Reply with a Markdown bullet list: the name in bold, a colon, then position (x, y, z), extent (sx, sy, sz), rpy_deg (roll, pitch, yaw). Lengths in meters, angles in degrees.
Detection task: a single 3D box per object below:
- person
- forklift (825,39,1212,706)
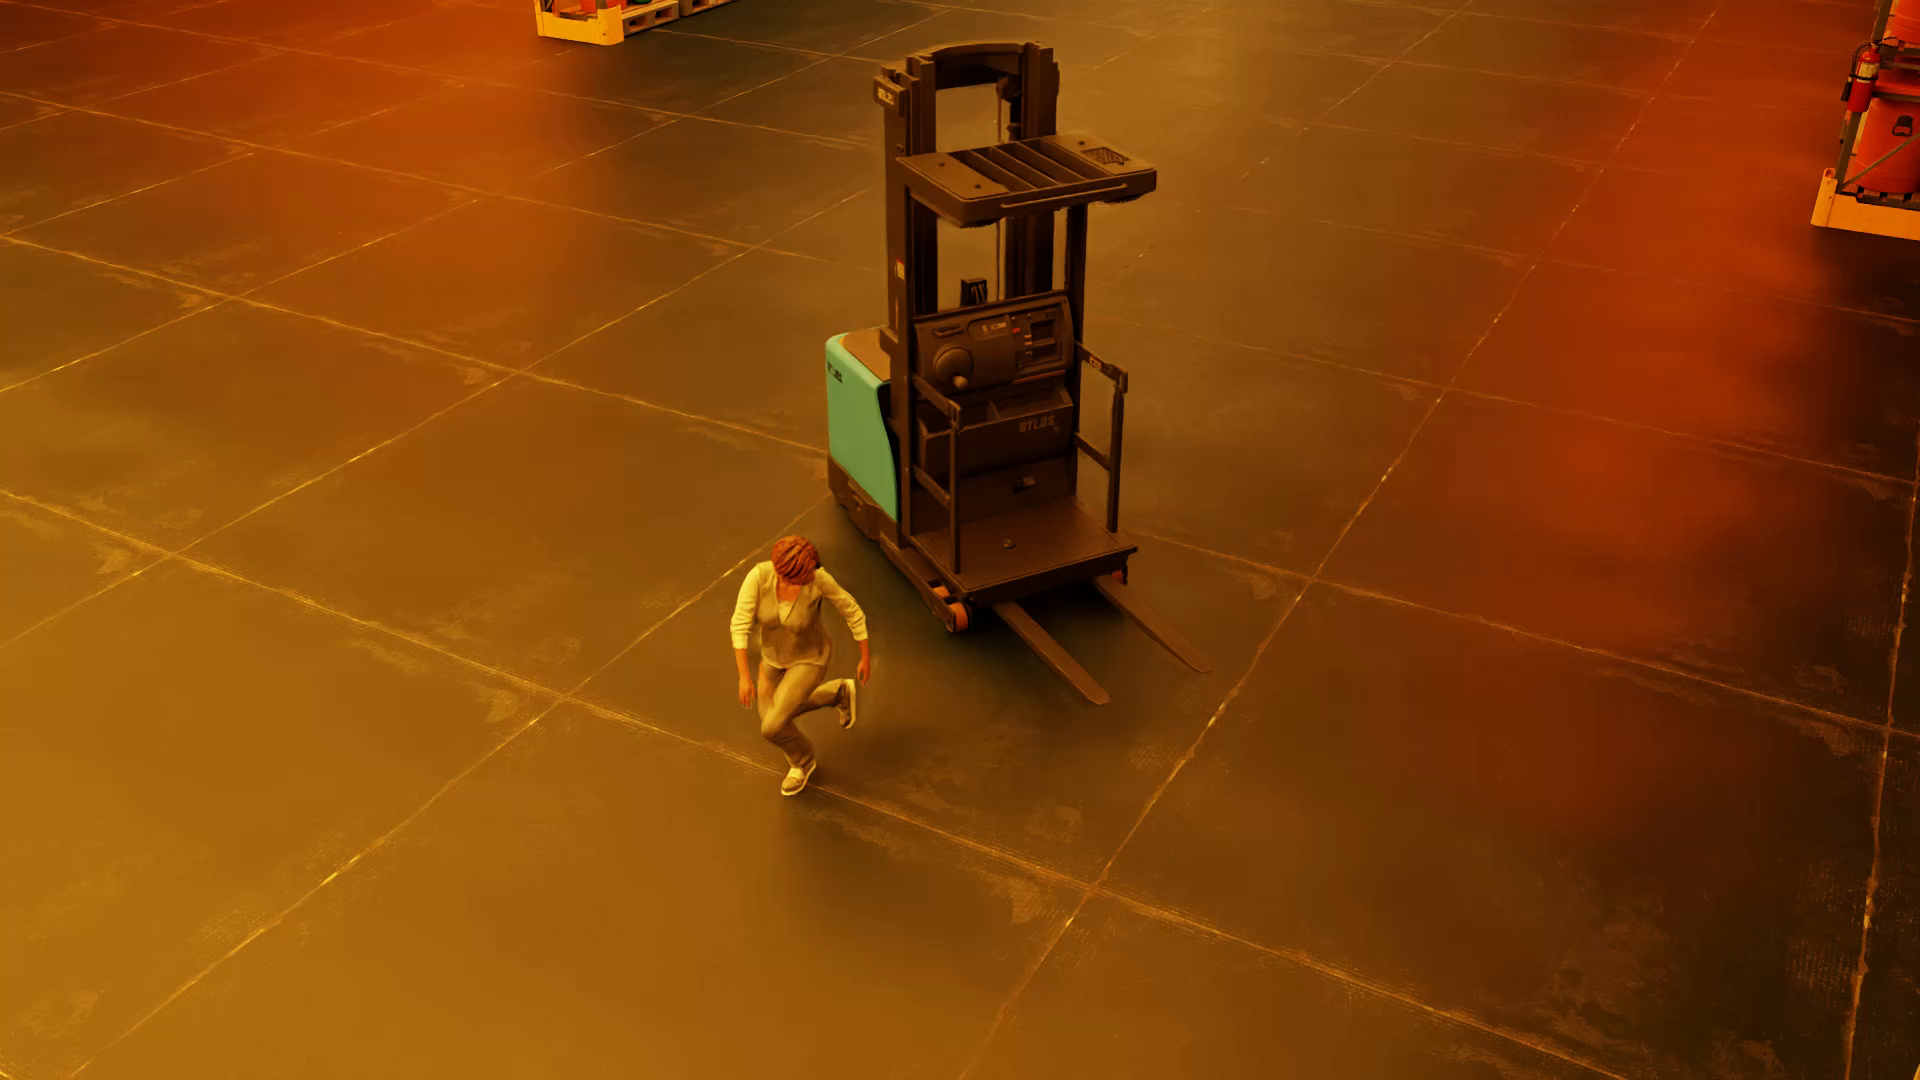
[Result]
- **person**: position (-0.692, 0.522, 7.728), extent (0.543, 1.396, 0.730), rpy_deg (15, 33, 24)
- **forklift**: position (0.293, -1.015, 8.830), extent (1.130, 2.935, 3.031), rpy_deg (-14, 33, -23)
